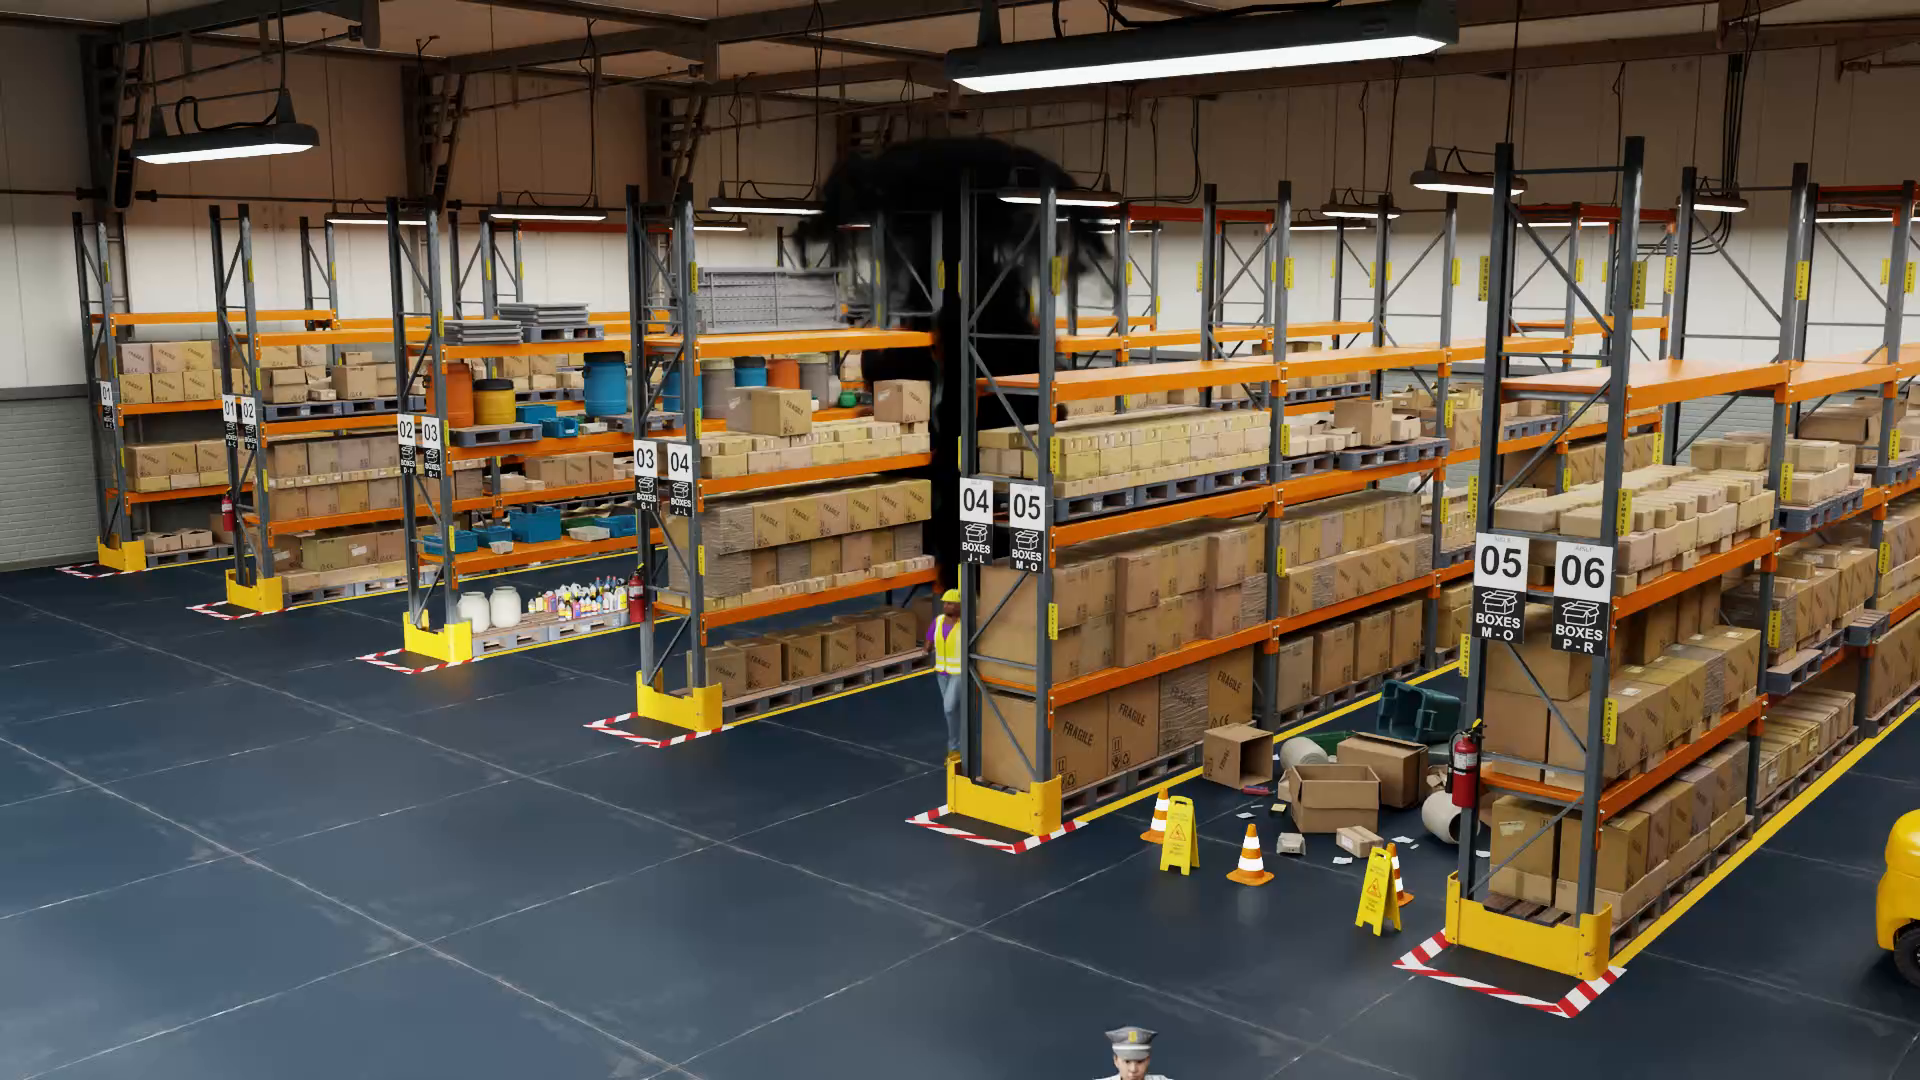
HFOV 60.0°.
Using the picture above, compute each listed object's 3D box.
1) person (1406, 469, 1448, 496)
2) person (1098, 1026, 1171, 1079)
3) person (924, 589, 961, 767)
[{"bbox_3d":[8.184,-0.505,29.224,0.764,1.712,0.649,5,11,27],"label":"person"},{"bbox_3d":[0.819,3.074,7.781,0.580,1.682,0.659,1,10,6],"label":"person"},{"bbox_3d":[-0.069,1.422,17.425,0.707,1.841,0.716,8,12,39],"label":"person"}]
